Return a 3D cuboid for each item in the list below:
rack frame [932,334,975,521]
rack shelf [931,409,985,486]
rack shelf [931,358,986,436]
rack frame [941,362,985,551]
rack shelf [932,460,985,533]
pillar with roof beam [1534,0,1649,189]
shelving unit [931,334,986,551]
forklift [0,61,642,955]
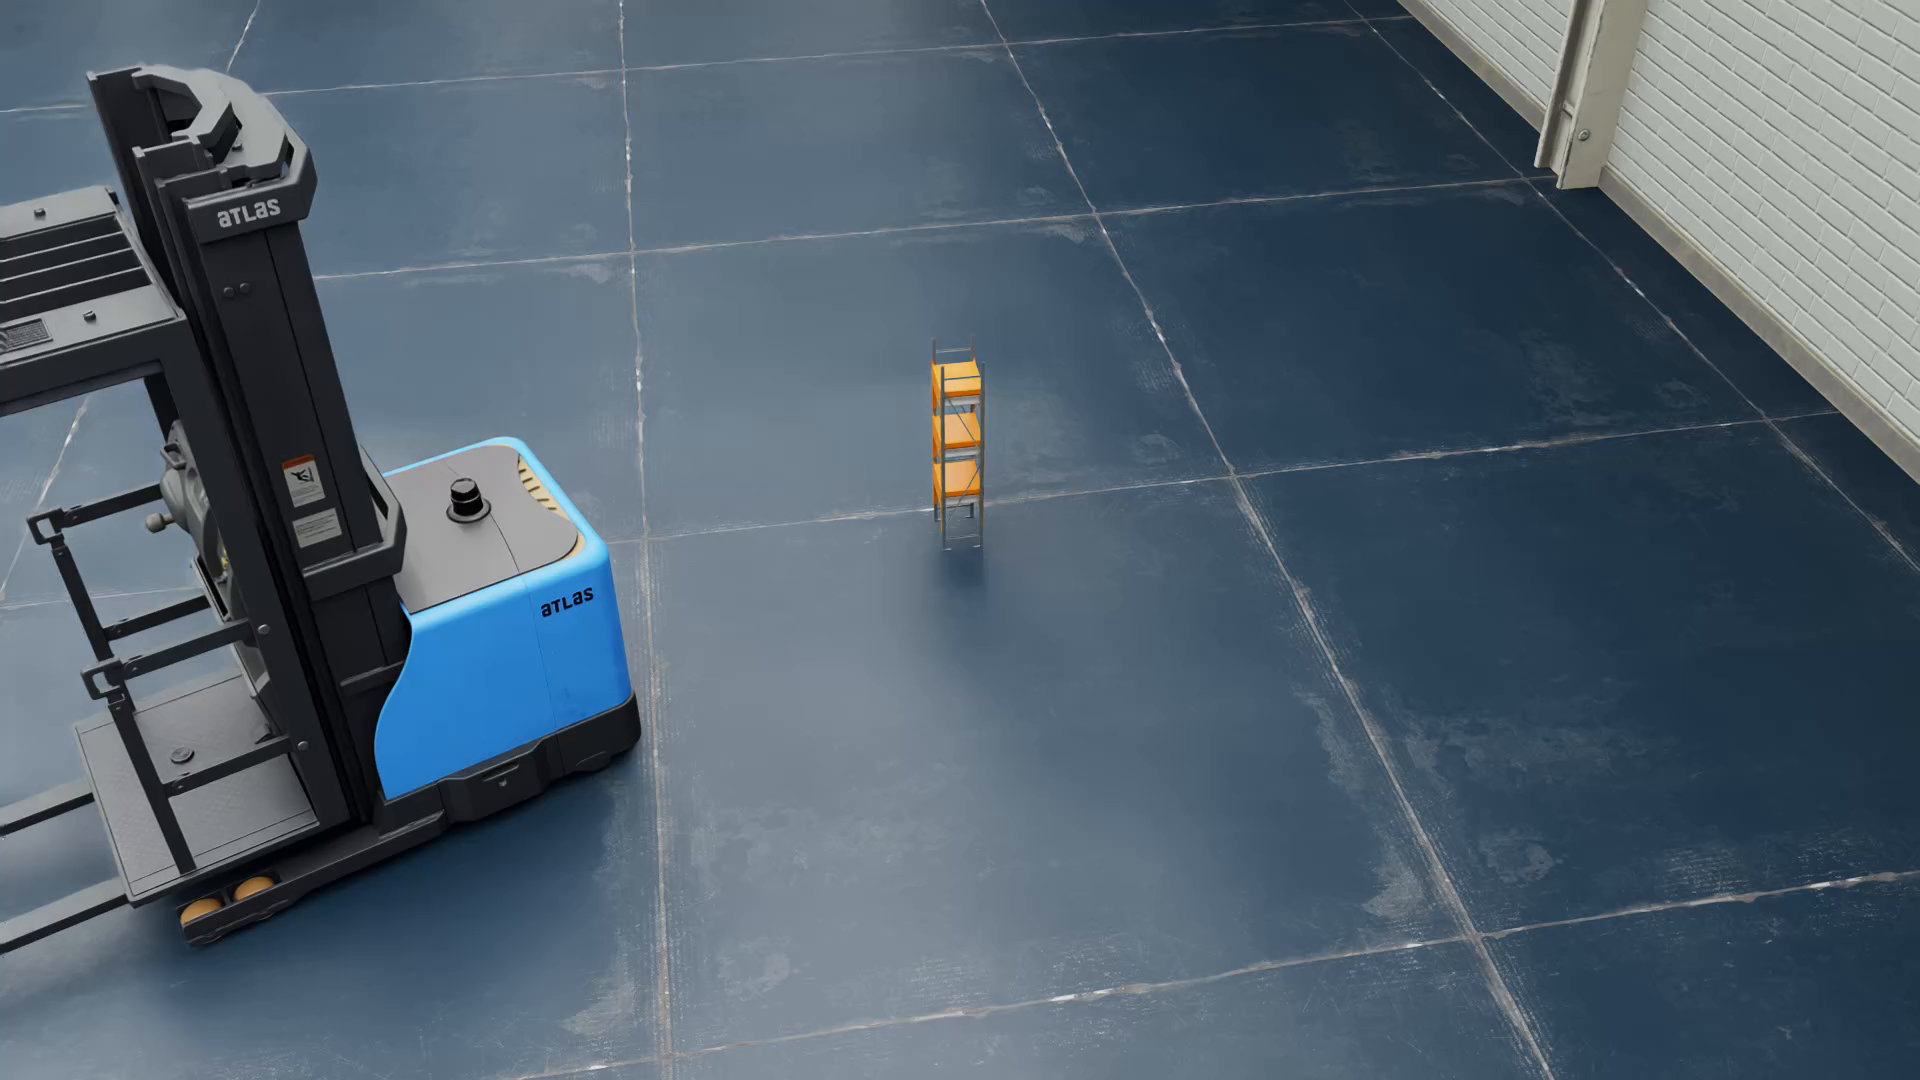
[{"bbox_3d":[-0.031,-0.521,7.964,0.200,1.050,0.008,-6,38,-8],"label":"rack frame"},{"bbox_3d":[-0.009,-0.439,7.876,0.215,0.259,0.240,-6,38,-8],"label":"rack shelf"},{"bbox_3d":[-0.009,-0.663,7.702,0.215,0.259,0.240,-6,38,-8],"label":"rack shelf"},{"bbox_3d":[0.012,-0.373,7.775,0.200,1.050,0.008,-6,38,-8],"label":"rack frame"},{"bbox_3d":[-0.009,-0.219,8.046,0.215,0.259,0.240,-6,38,-8],"label":"rack shelf"},{"bbox_3d":[-0.088,-5.586,8.005,9.100,9.000,0.400,-6,38,-8],"label":"pillar with roof beam"},{"bbox_3d":[-0.009,-0.447,7.869,0.215,1.050,0.252,-6,38,-8],"label":"shelving unit"},{"bbox_3d":[-2.851,-0.024,5.792,3.031,2.935,1.130,-22,43,-26],"label":"forklift"}]
